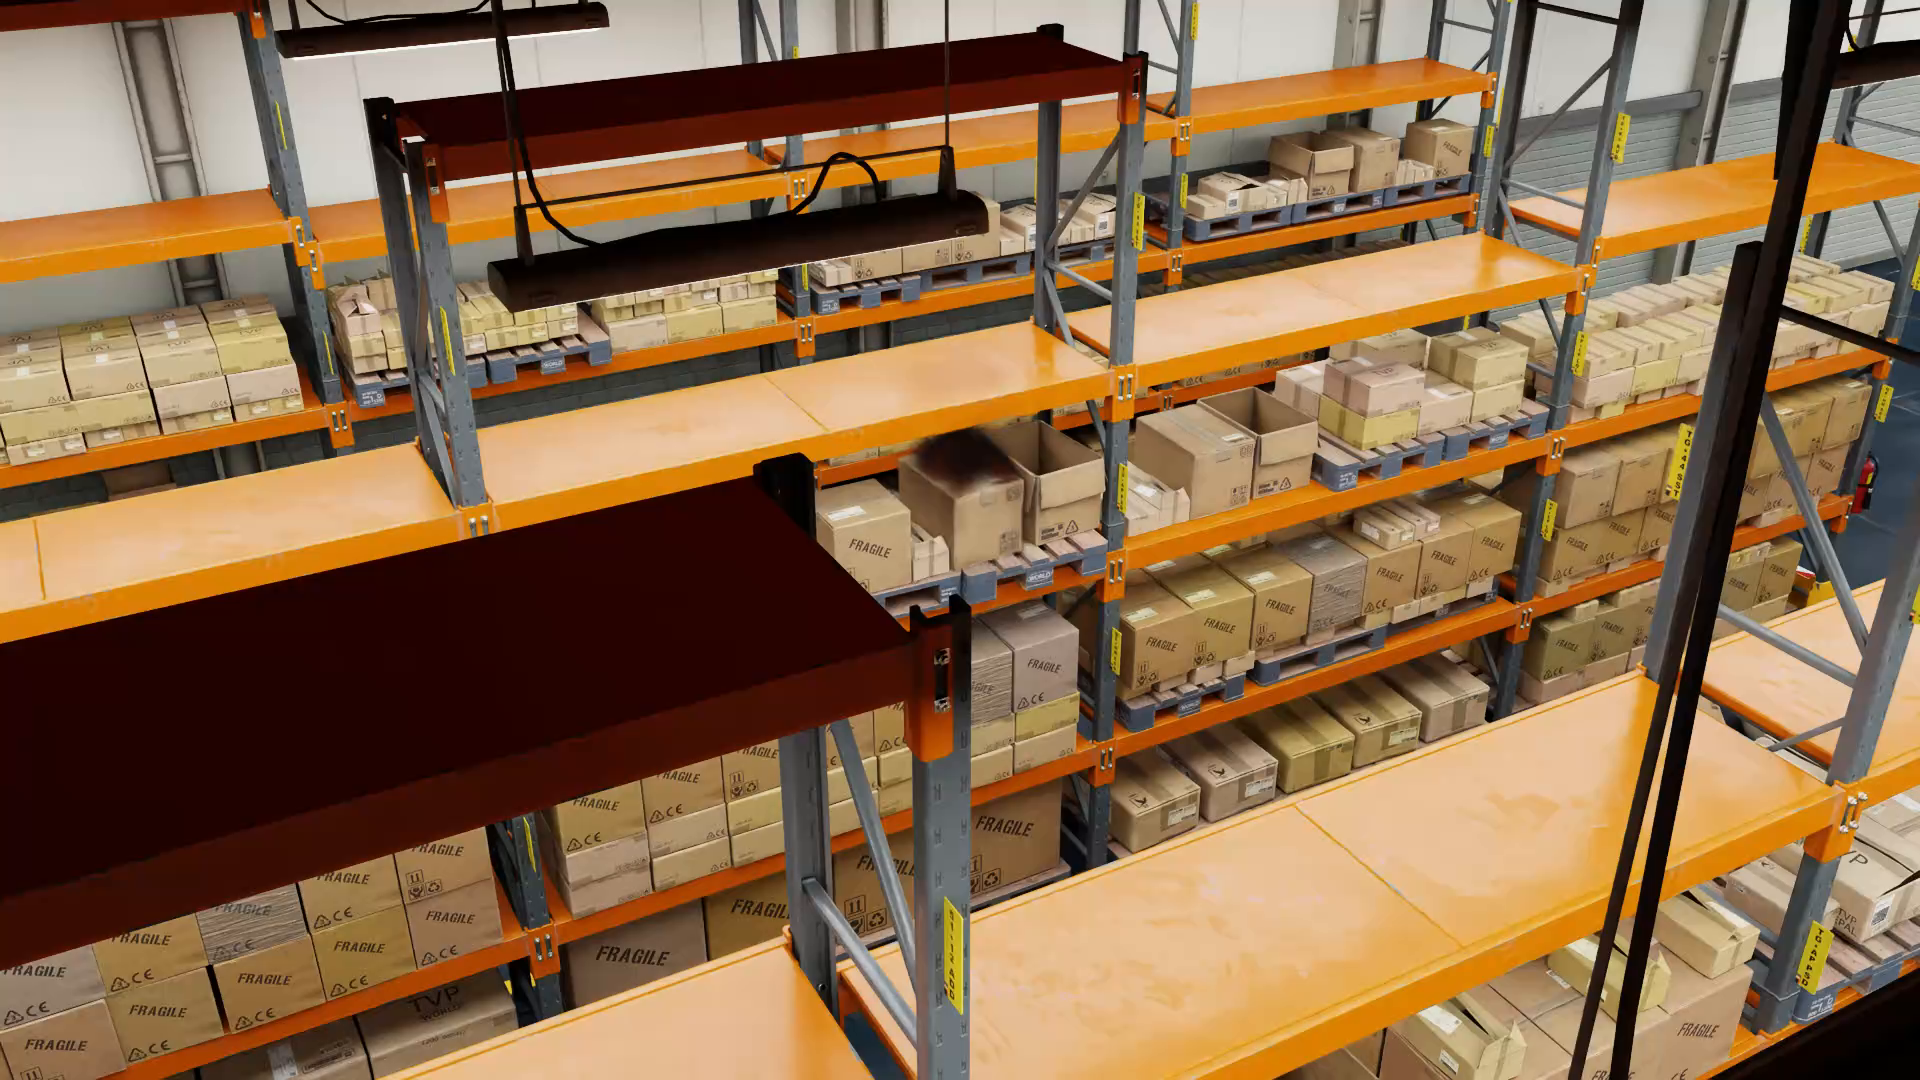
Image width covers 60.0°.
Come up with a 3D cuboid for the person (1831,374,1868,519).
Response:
[{"bbox_3d":[8.986,-0.929,16.998,0.558,1.697,0.348,-22,35,-36],"label":"person"}]
